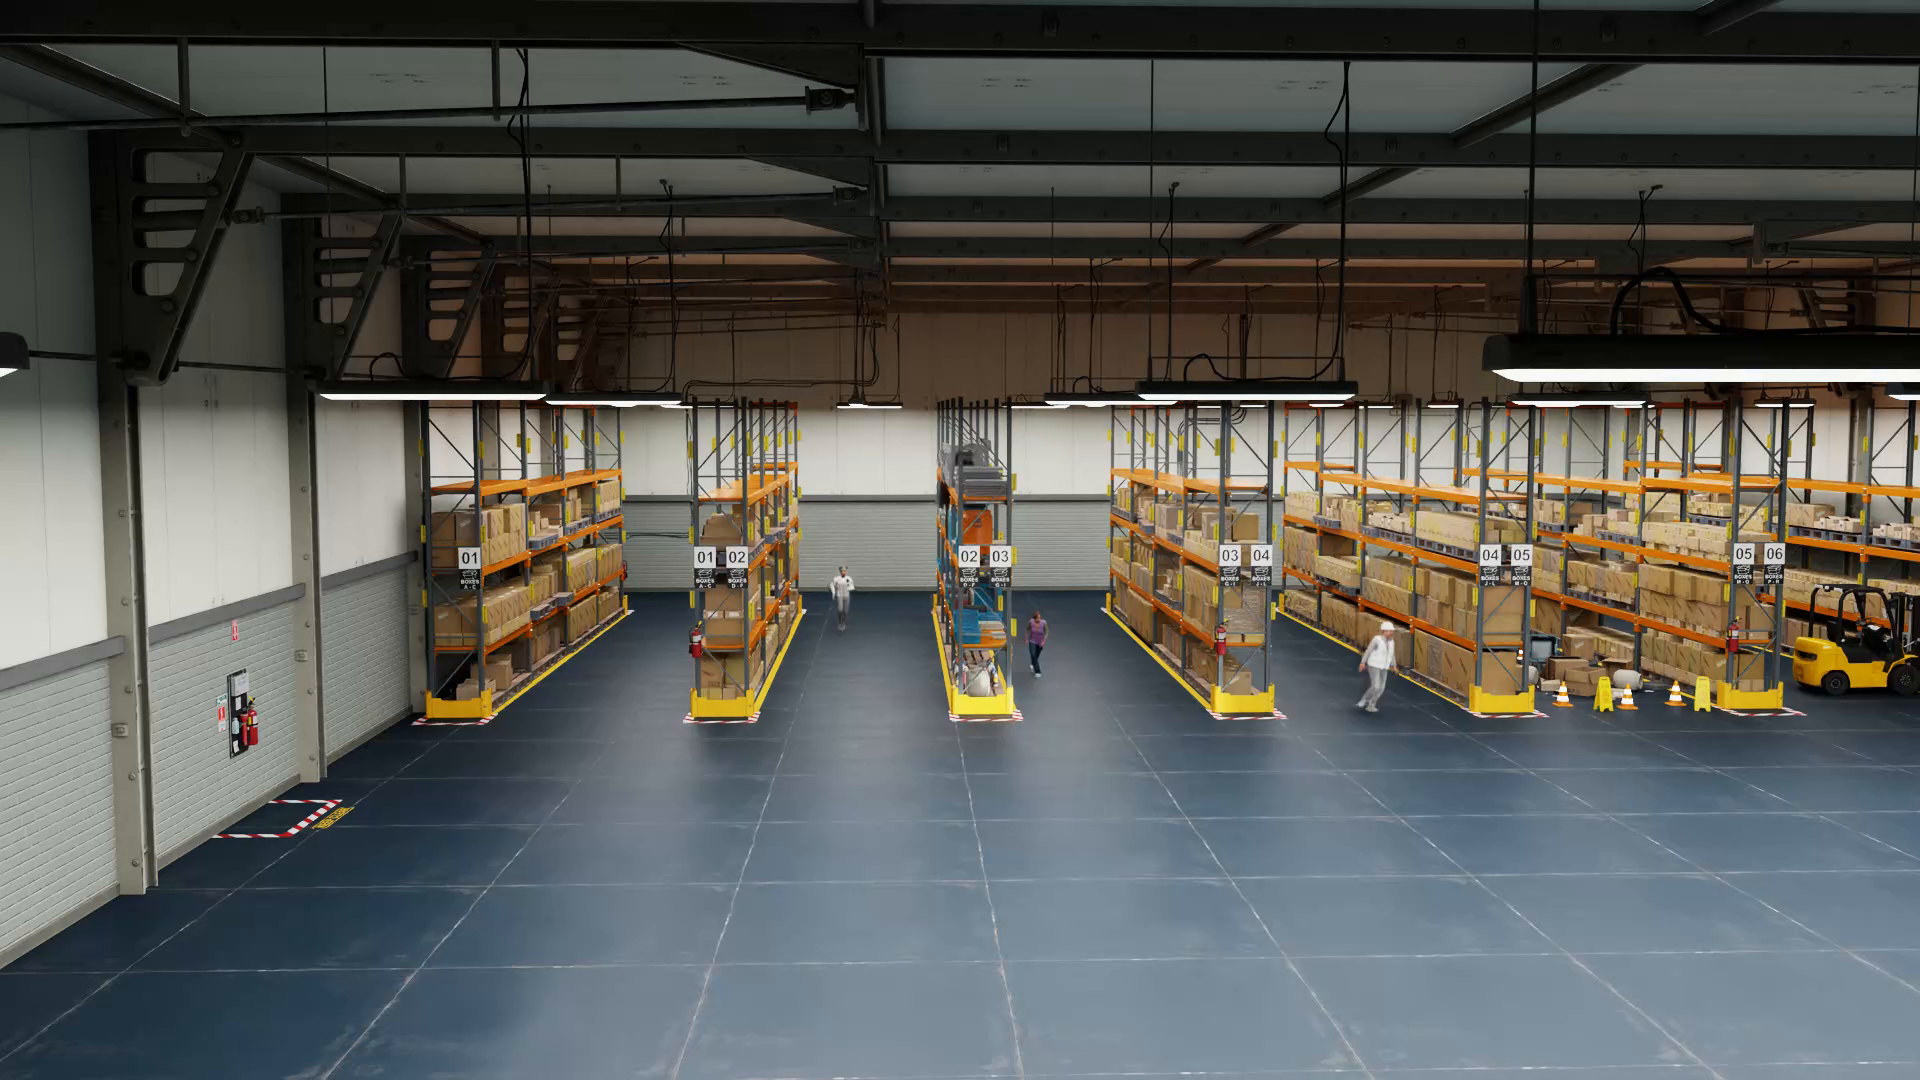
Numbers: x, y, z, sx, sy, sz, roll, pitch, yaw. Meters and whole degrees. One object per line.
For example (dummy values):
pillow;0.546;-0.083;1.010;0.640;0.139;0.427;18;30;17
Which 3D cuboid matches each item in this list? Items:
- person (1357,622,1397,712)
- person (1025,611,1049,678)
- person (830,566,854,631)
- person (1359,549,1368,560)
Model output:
person;7.973;2.423;31.687;0.692;1.750;0.599;-3;5;-32
person;1.651;2.226;35.981;0.521;1.439;0.981;0;4;0
person;-3.057;1.526;43.460;0.584;1.718;0.677;-1;5;-13
person;11.895;1.061;49.180;0.883;1.713;0.572;-1;5;-14
